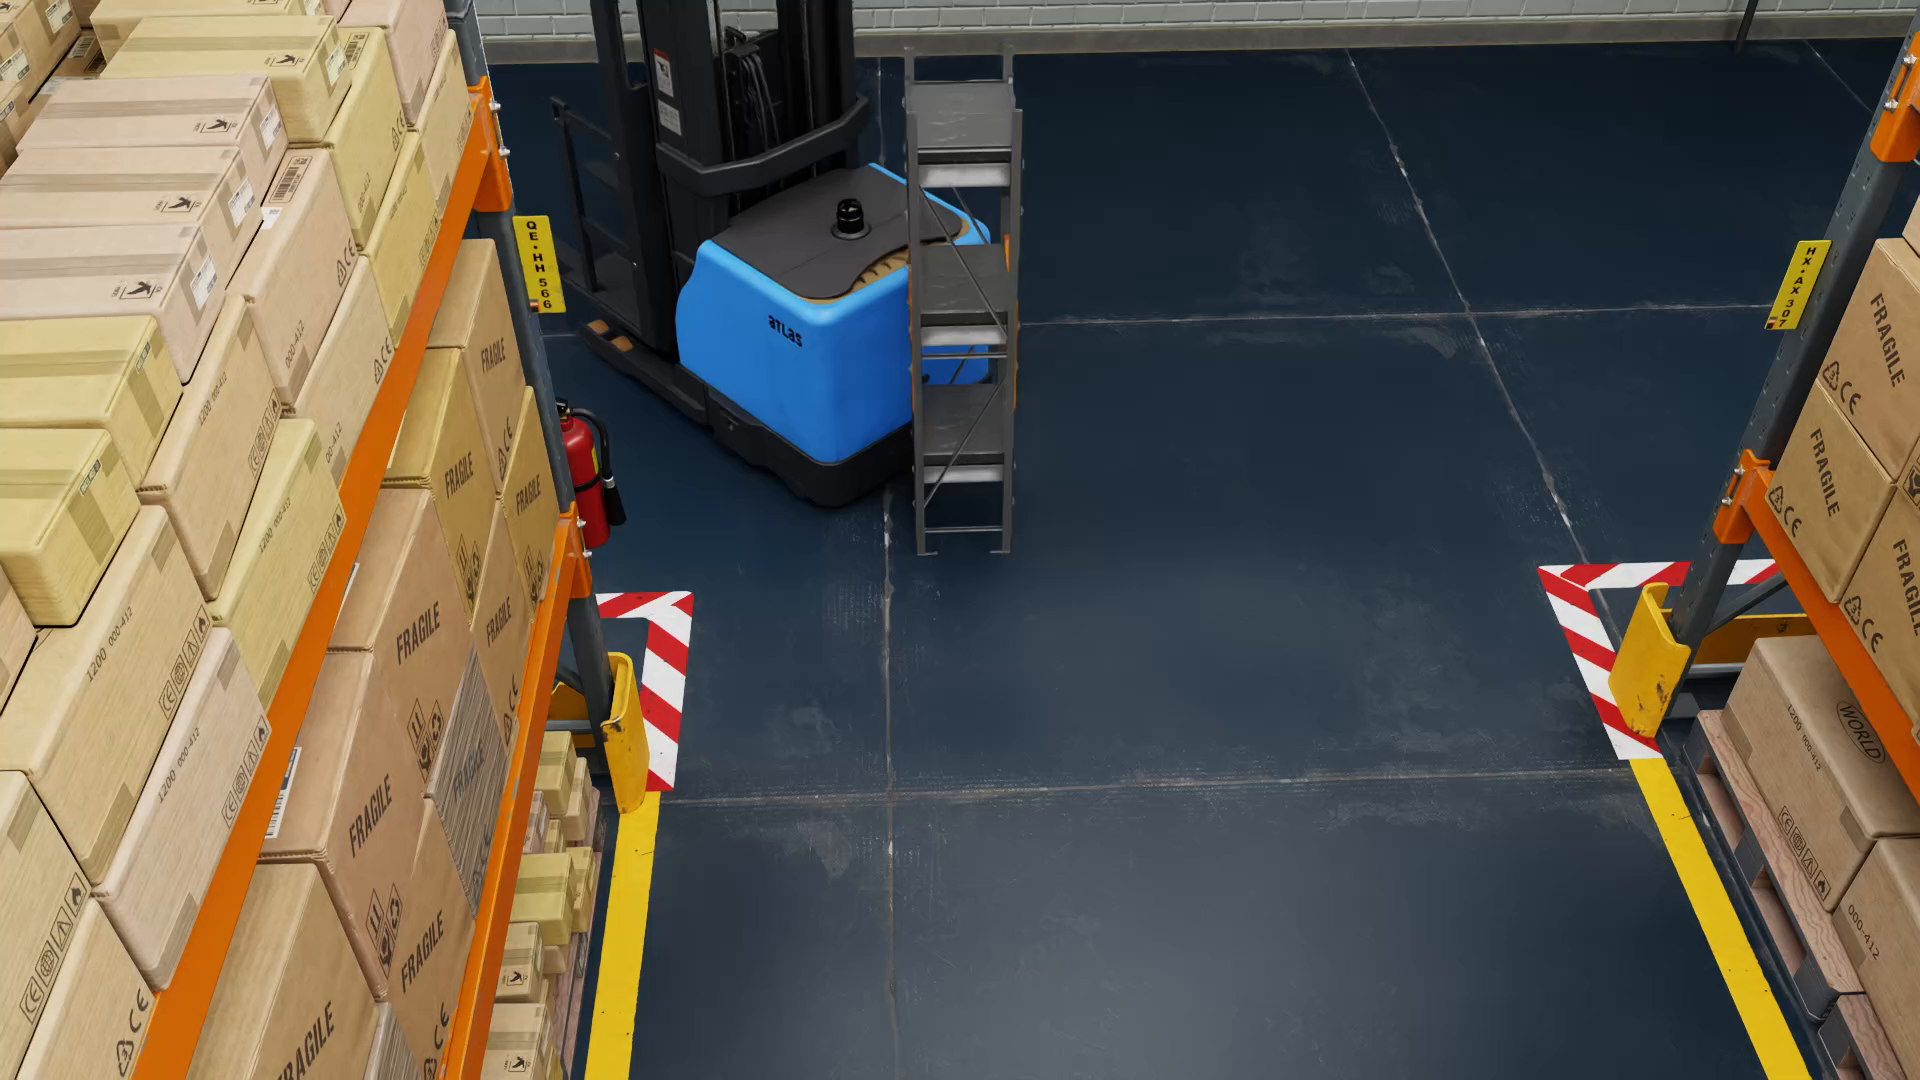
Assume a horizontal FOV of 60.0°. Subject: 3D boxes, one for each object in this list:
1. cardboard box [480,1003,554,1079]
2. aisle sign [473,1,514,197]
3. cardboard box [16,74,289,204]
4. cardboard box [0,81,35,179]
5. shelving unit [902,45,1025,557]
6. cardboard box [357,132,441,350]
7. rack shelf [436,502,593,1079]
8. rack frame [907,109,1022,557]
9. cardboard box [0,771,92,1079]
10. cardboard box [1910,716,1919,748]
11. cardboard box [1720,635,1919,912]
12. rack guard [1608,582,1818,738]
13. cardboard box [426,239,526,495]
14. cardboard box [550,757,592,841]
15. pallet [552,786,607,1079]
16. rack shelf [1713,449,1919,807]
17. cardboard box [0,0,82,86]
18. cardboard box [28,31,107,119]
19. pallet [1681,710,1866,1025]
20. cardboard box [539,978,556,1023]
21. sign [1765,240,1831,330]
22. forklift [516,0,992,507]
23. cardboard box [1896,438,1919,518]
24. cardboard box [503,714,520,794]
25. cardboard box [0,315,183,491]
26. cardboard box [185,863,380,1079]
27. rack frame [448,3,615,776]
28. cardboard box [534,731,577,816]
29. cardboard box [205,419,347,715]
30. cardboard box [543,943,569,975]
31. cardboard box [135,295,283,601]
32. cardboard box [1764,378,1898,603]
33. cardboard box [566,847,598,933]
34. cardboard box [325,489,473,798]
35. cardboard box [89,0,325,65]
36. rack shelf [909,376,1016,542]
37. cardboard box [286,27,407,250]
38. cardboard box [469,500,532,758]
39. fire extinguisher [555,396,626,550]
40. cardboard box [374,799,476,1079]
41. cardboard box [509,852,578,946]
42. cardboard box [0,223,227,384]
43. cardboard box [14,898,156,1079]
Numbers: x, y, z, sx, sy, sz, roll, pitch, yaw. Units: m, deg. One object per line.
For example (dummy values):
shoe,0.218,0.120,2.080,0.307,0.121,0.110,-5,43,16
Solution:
cardboard box,-1.388,1.478,4.776,0.380,0.149,0.250,0,43,0
aisle sign,-1.473,-1.264,4.485,0.394,0.787,0.004,-2,43,-2
cardboard box,-1.467,-0.723,3.045,0.380,0.149,0.250,-3,43,-3
cardboard box,-1.925,-0.711,3.032,0.380,0.149,0.250,-1,43,-1
shelving unit,0.006,-0.877,6.653,0.431,2.100,0.503,-2,43,-2
cardboard box,-1.457,-0.654,3.635,0.500,0.250,0.500,-2,43,-2
rack shelf,-1.684,1.368,4.070,1.077,0.370,4.000,-2,43,-2
rack frame,0.016,-0.712,6.473,0.400,2.100,0.015,-2,43,-2
cardboard box,-1.397,0.550,1.952,0.500,0.250,0.500,-2,43,-2
cardboard box,2.958,0.522,4.386,0.500,0.500,0.500,-2,43,-2
cardboard box,3.300,0.775,5.770,0.875,0.438,0.875,-3,43,-3
rack guard,3.171,0.447,6.392,1.175,0.500,0.348,-2,43,-2
cardboard box,-1.501,-0.461,4.499,0.500,0.500,0.500,-2,43,-3
cardboard box,-1.462,0.887,5.641,0.380,0.149,0.250,-3,43,-3
pallet,-1.767,1.381,5.587,1.003,0.211,1.213,-2,43,-2
rack shelf,3.257,1.158,4.300,1.077,0.370,4.000,-2,43,-2
cardboard box,-2.052,-1.046,3.397,0.380,0.149,0.250,-2,43,-2
cardboard box,-1.987,-0.826,3.452,0.500,0.250,0.500,-2,43,-2
pallet,3.284,1.108,5.885,1.003,0.211,1.213,-2,43,-2
cardboard box,-1.478,1.516,5.175,0.380,0.149,0.250,-1,43,-1
sign,2.617,-0.794,5.197,0.100,0.325,0.005,-2,43,-2
forklift,-1.236,-2.126,7.400,1.130,2.935,3.031,-33,52,-31
cardboard box,2.937,-0.182,4.415,0.500,0.500,0.500,-3,43,-3
cardboard box,-1.440,0.567,4.598,0.380,0.149,0.250,-1,43,-1
cardboard box,-1.402,-0.197,2.471,0.380,0.149,0.250,-3,43,-3
cardboard box,-1.403,0.936,2.975,0.500,0.500,0.500,-1,43,-1
rack frame,-1.769,-0.247,5.300,1.000,3.000,0.127,-2,43,-2
cardboard box,-1.494,0.779,5.539,0.380,0.149,0.250,-1,43,-1
cardboard box,-1.407,0.039,2.878,0.500,0.250,0.500,0,43,0
cardboard box,-1.438,1.238,5.259,0.380,0.149,0.250,-3,43,-4
cardboard box,-1.444,-0.147,2.711,0.500,0.250,0.500,-3,43,-4
cardboard box,2.906,-0.162,5.133,0.500,0.500,0.500,-2,43,-2
cardboard box,-1.426,1.169,5.554,0.380,0.149,0.250,0,43,0
cardboard box,-1.449,0.232,3.743,0.500,0.500,0.500,0,43,0
cardboard box,-1.537,-1.071,3.424,0.380,0.149,0.250,-3,43,-3
rack shelf,0.006,-0.351,7.135,0.431,0.518,0.480,-2,43,-2
cardboard box,-1.473,-0.833,3.460,0.500,0.250,0.500,-3,43,-3
cardboard box,-1.476,0.250,4.463,0.500,0.500,0.500,-2,43,-2
fire extinguisher,-1.319,-0.265,5.652,0.296,0.674,0.183,-2,43,-2
cardboard box,-1.434,0.929,3.723,0.500,0.500,0.500,0,43,0
cardboard box,-1.402,1.122,5.165,0.380,0.149,0.250,-3,43,-3
cardboard box,-1.418,-0.374,2.664,0.380,0.149,0.250,-3,43,-3
cardboard box,-1.386,0.744,2.109,0.500,0.250,0.500,-2,43,-2
